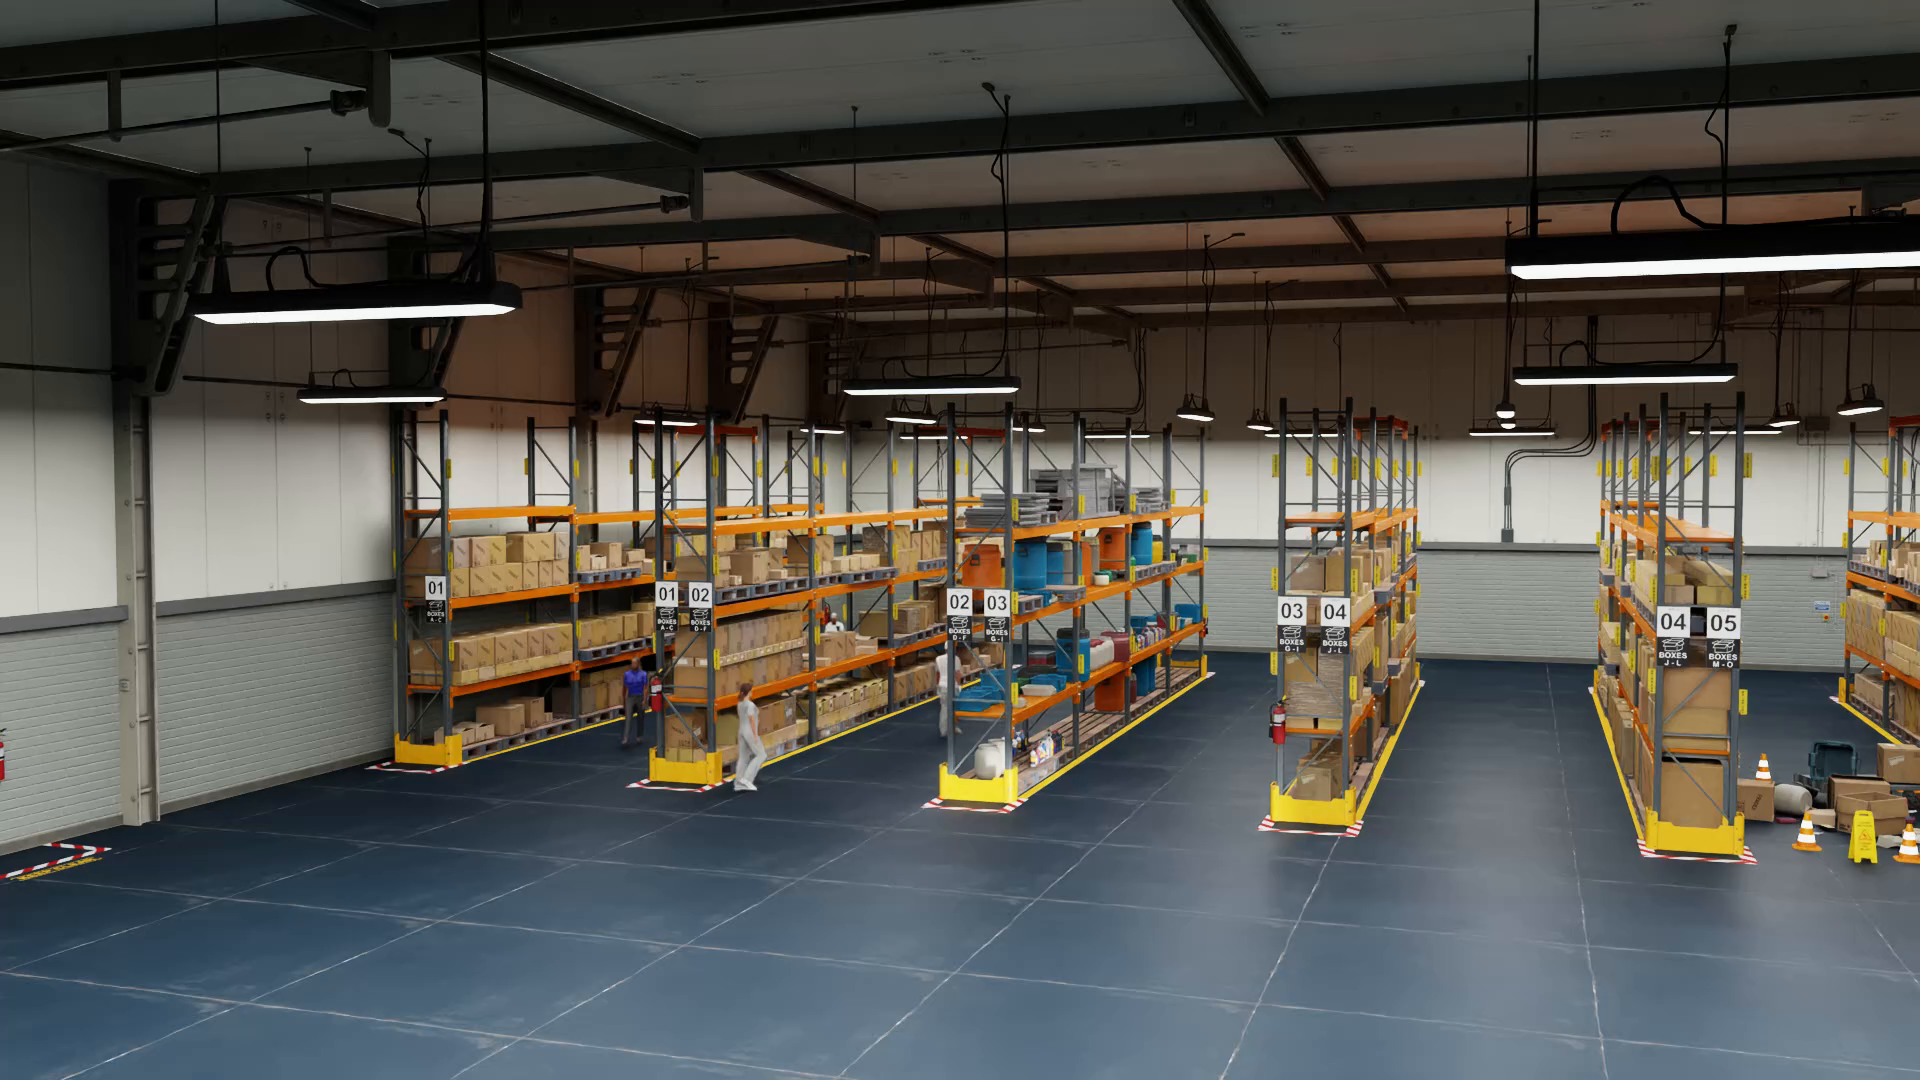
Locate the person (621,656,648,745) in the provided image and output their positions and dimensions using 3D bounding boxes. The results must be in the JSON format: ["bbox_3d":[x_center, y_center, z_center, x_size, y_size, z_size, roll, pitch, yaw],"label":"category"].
[{"bbox_3d":[-5.853,2.902,29.890,0.501,1.584,1.024,-1,3,-12],"label":"person"}]

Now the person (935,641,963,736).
[{"bbox_3d":[-0.194,2.761,31.191,0.598,1.766,0.495,1,3,31],"label":"person"}]

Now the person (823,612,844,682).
[{"bbox_3d":[-2.955,2.507,39.137,0.513,1.623,0.862,0,2,3],"label":"person"}]

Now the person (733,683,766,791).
[{"bbox_3d":[-3.310,3.050,25.839,0.473,1.653,0.560,-2,3,-36],"label":"person"}]
